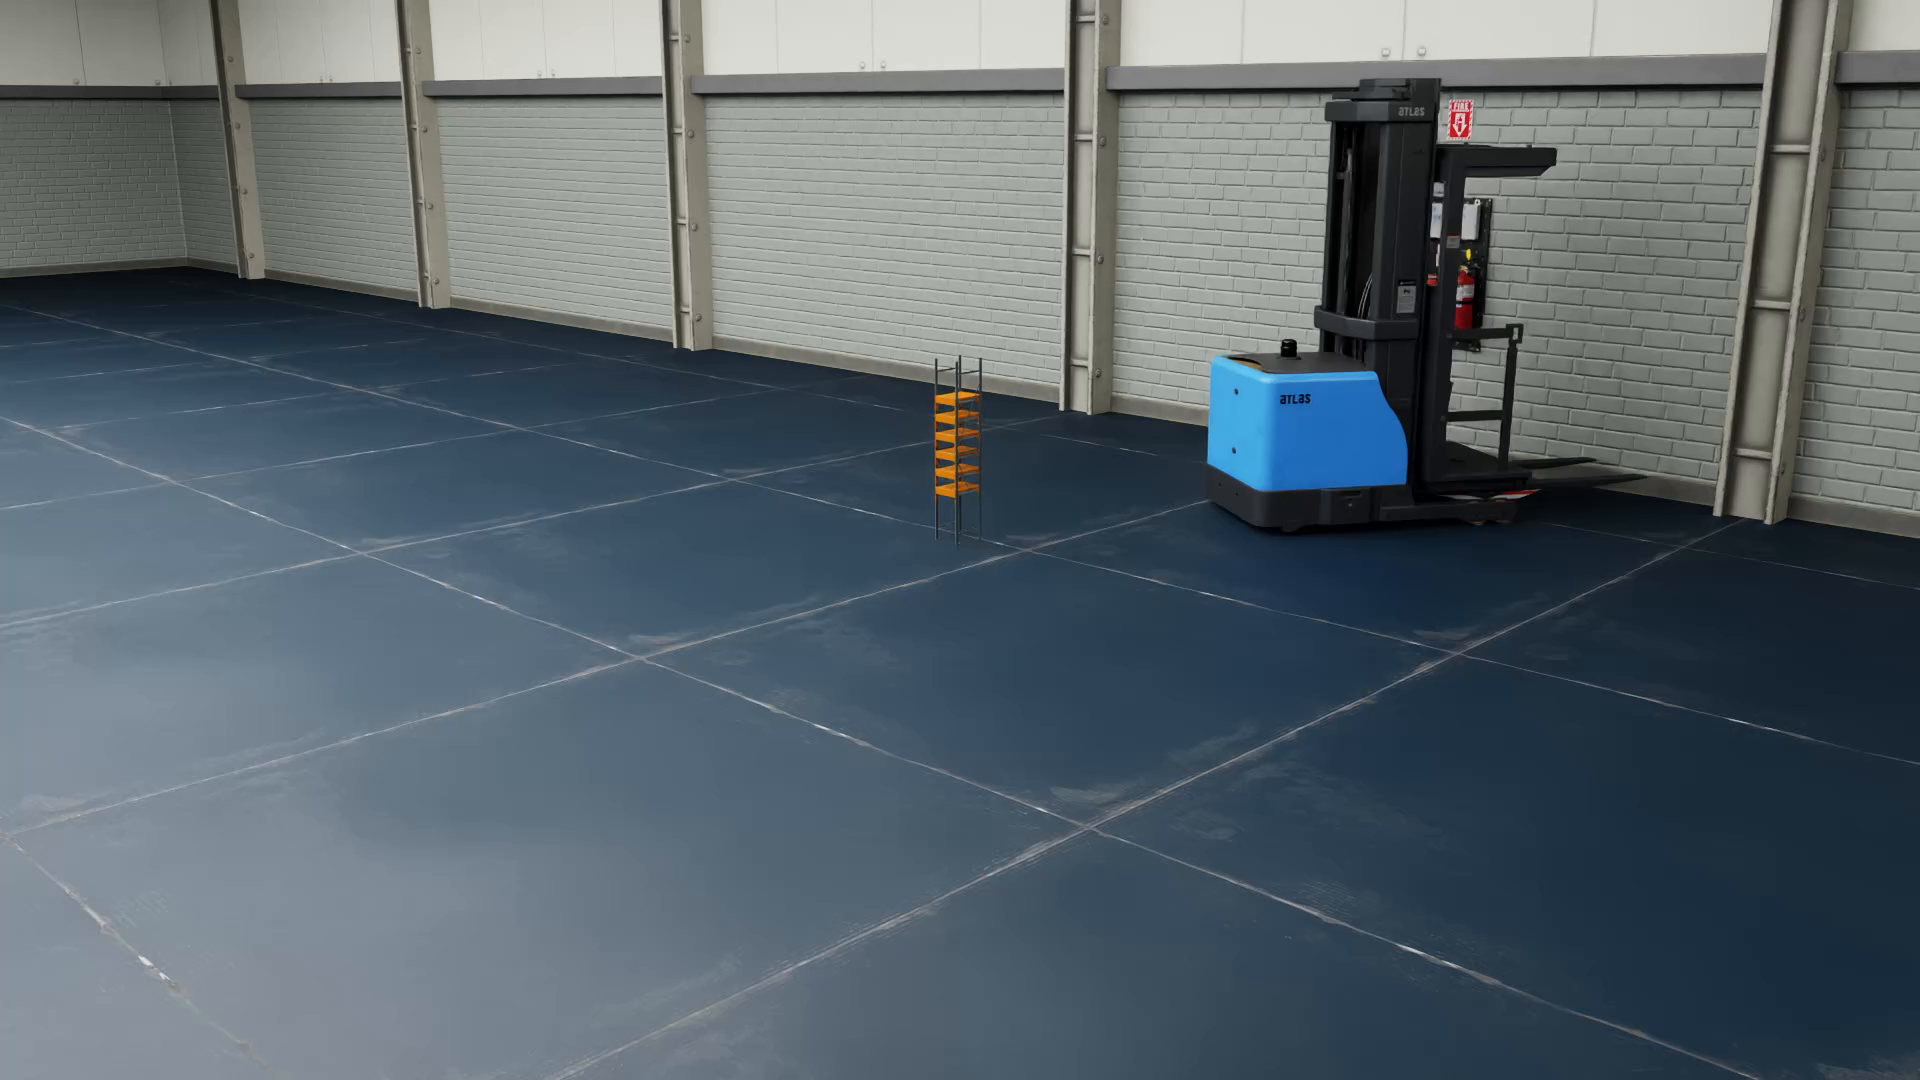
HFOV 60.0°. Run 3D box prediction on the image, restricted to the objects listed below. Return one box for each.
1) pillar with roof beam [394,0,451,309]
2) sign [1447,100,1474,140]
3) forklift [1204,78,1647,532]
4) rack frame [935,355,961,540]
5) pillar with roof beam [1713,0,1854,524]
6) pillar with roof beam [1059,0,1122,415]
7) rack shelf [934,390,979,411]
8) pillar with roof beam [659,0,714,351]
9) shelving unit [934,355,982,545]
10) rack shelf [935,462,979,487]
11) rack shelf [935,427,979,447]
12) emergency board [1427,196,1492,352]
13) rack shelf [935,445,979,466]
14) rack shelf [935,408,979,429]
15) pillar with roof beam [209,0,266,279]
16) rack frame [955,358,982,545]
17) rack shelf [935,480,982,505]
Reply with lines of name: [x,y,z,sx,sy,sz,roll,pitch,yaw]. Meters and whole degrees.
pillar with roof beam: [-10.448,-6.890,19.530,0.400,9.000,9.100,14,20,42]
sign: [3.809,-3.199,12.664,0.199,0.298,0.001,14,20,42]
forklift: [3.313,-1.643,11.423,3.031,2.935,1.130,-3,15,-13]
rack frame: [-0.076,-0.599,10.852,0.006,1.200,0.240,14,20,42]
pillar with roof beam: [2.510,-3.740,7.440,0.400,9.000,9.100,14,20,42]
pillar with roof beam: [-1.809,-4.790,11.470,0.400,9.000,9.100,14,20,42]
rack shelf: [-0.010,-0.889,10.711,0.180,0.103,0.258,14,20,42]
pillar with roof beam: [-6.128,-5.840,15.500,0.400,9.000,9.100,14,20,42]
shelving unit: [-0.010,-0.583,10.791,0.189,1.200,0.258,14,20,42]
rack shelf: [-0.010,-0.424,10.832,0.180,0.103,0.258,14,20,42]
rack shelf: [-0.010,-0.656,10.771,0.180,0.103,0.258,14,20,42]
emergency board: [3.746,-2.058,12.882,0.643,1.169,0.194,14,20,42]
rack shelf: [-0.010,-0.540,10.802,0.180,0.103,0.258,14,20,42]
rack shelf: [-0.010,-0.772,10.741,0.180,0.103,0.258,14,20,42]
pillar with roof beam: [-14.767,-7.941,23.560,0.400,9.000,9.100,14,20,42]
rack frame: [0.055,-0.567,10.729,0.006,1.200,0.240,14,20,42]
rack shelf: [-0.010,-0.308,10.862,0.180,0.103,0.258,14,20,42]
